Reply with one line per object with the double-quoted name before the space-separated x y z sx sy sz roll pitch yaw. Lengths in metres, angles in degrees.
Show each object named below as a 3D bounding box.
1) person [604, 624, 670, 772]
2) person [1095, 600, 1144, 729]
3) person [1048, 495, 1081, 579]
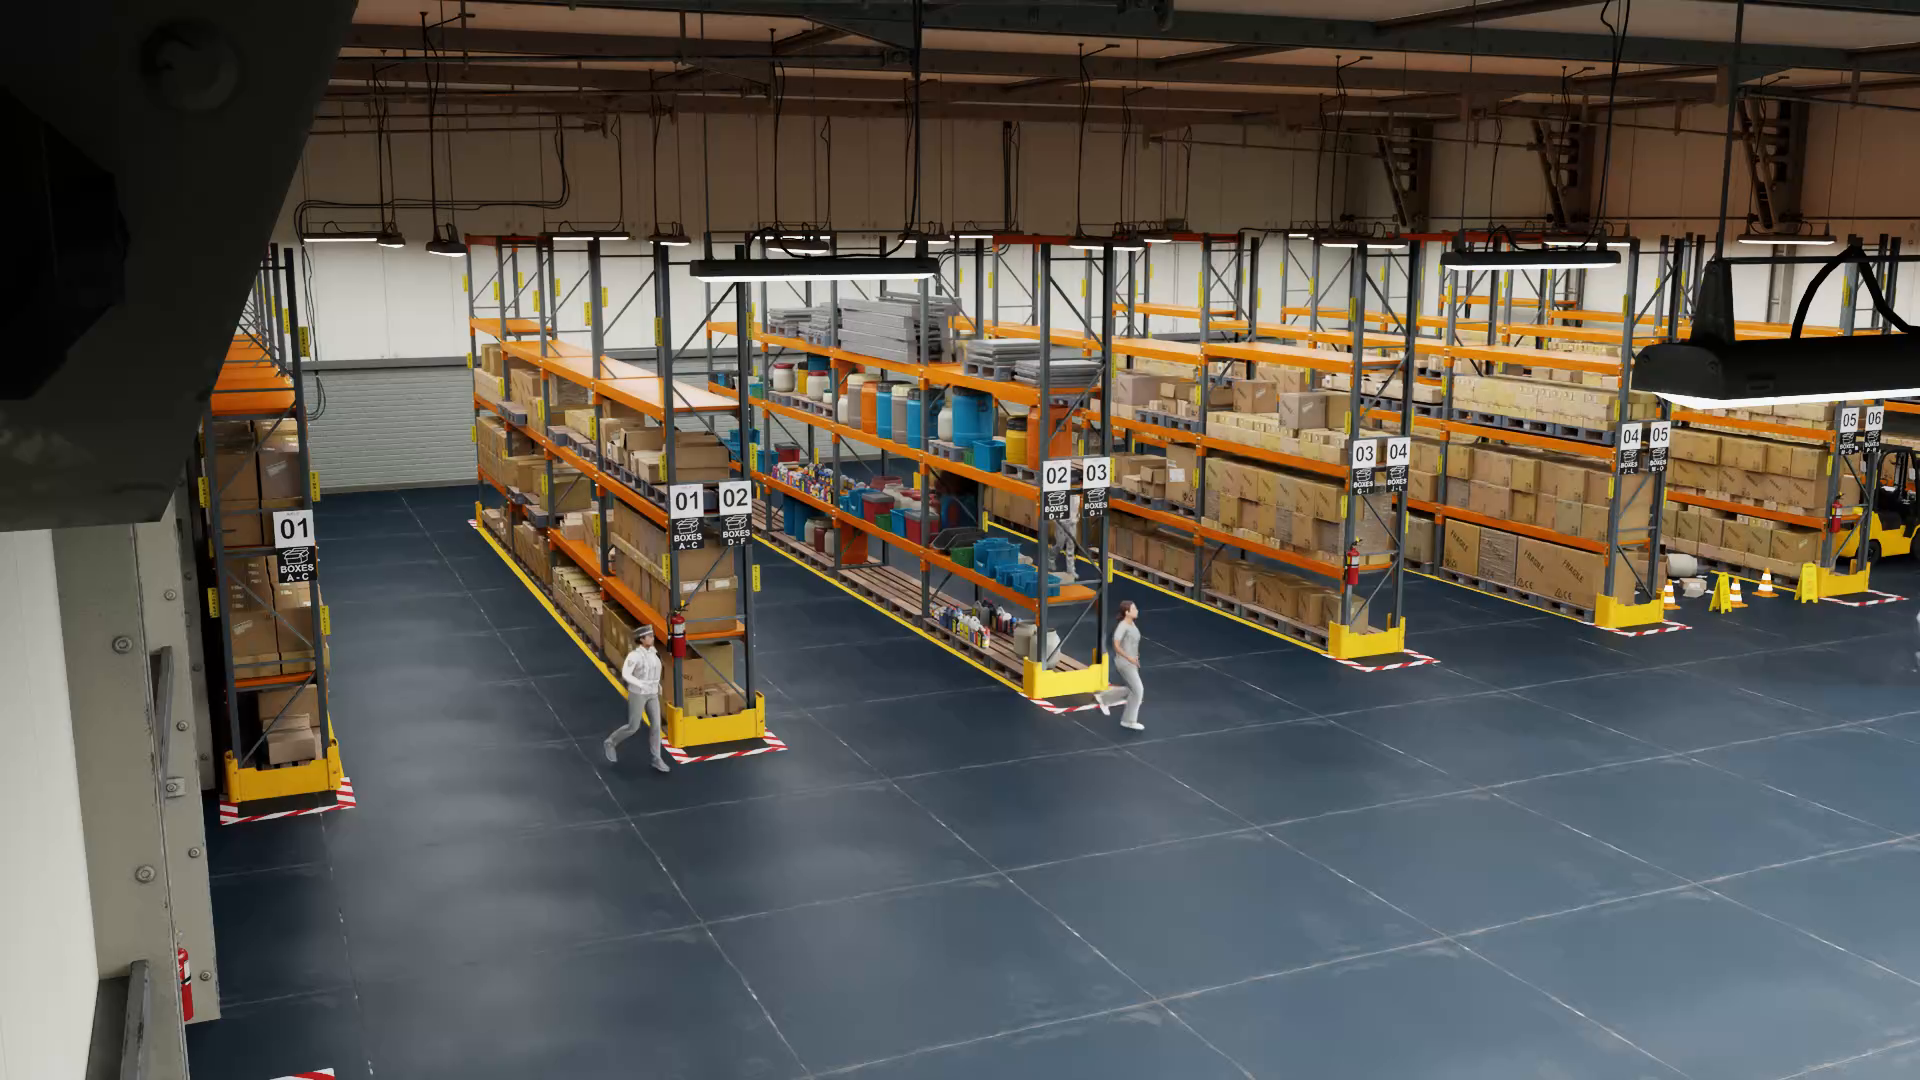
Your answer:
"person" -3.666 1.802 19.413 0.925 1.659 0.671 7 13 31
"person" 2.024 1.554 20.940 0.661 1.648 0.600 4 12 19
"person" 1.807 -0.282 28.453 0.707 1.780 0.888 -7 13 -33
